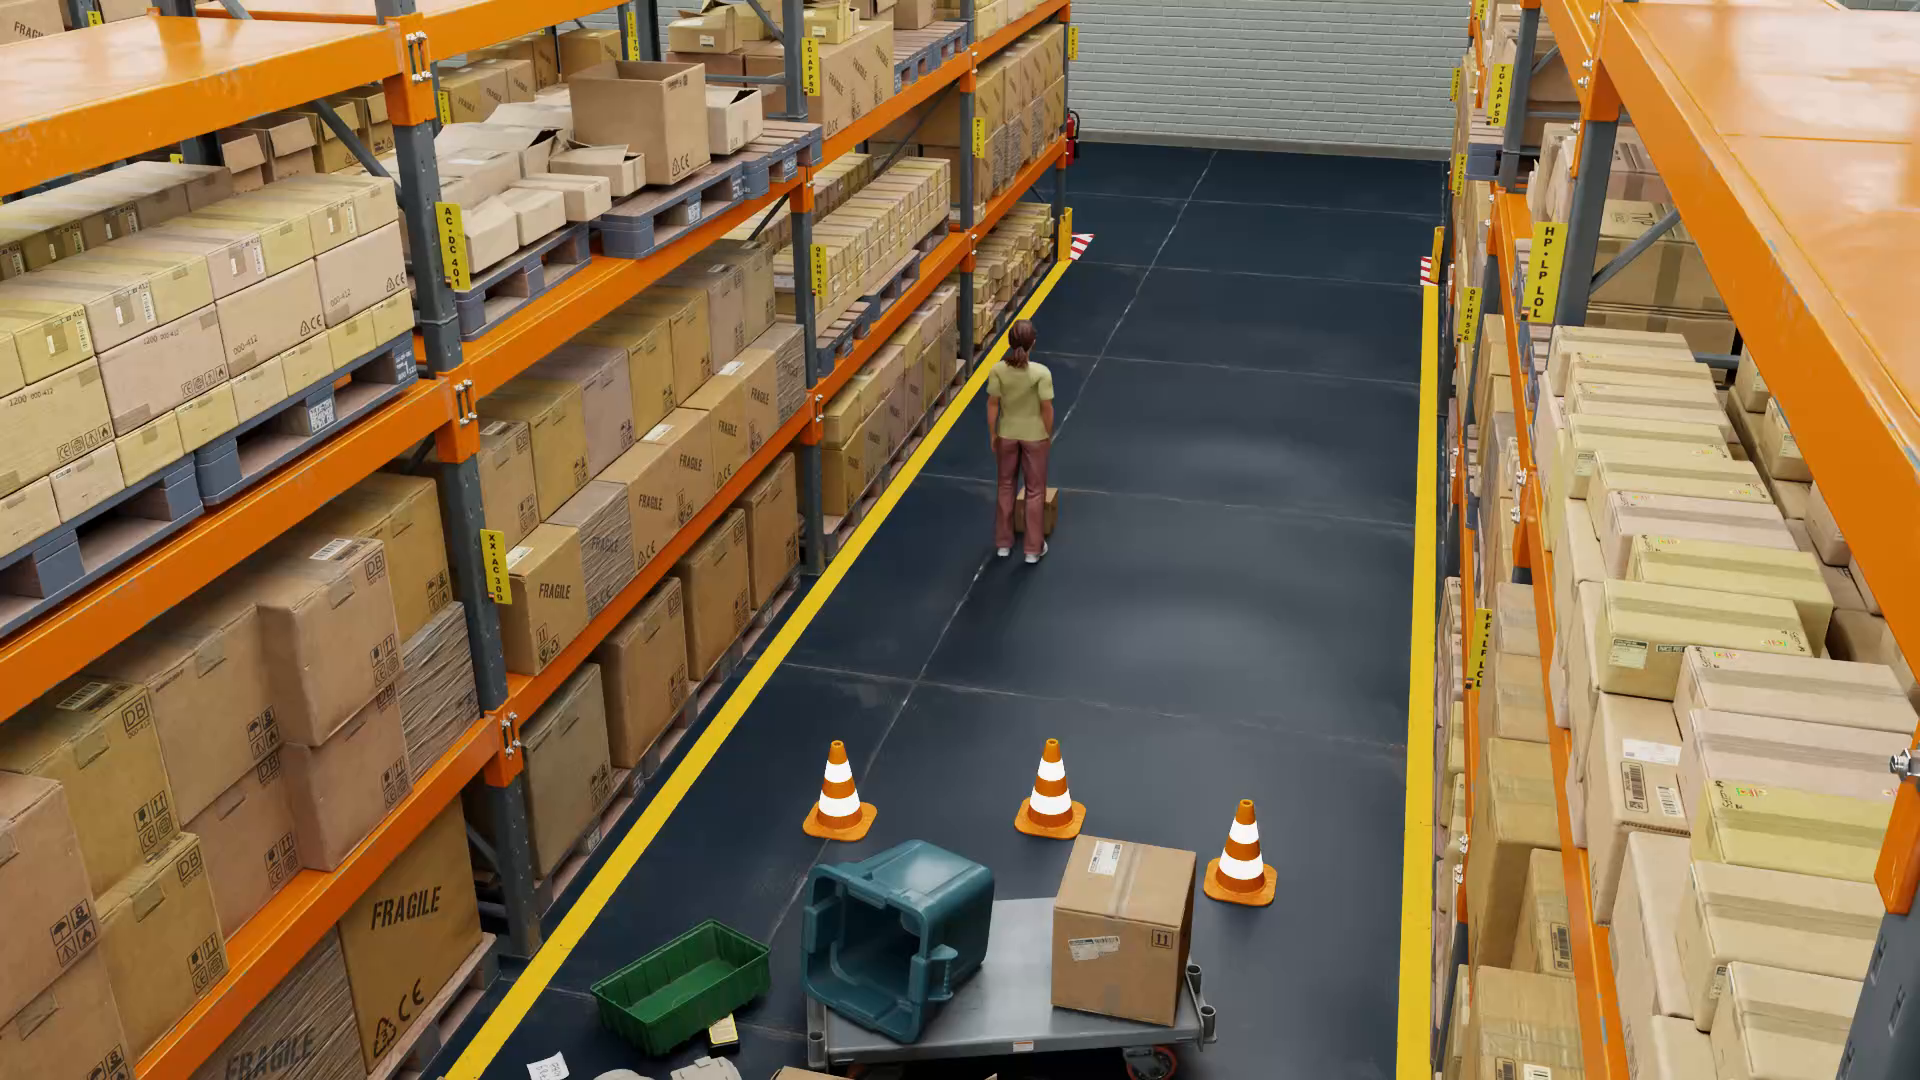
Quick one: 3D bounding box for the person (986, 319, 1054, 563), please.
[{"bbox_3d":[0.405,-0.662,11.013,0.449,1.674,0.399,7,26,14],"label":"person"}]
